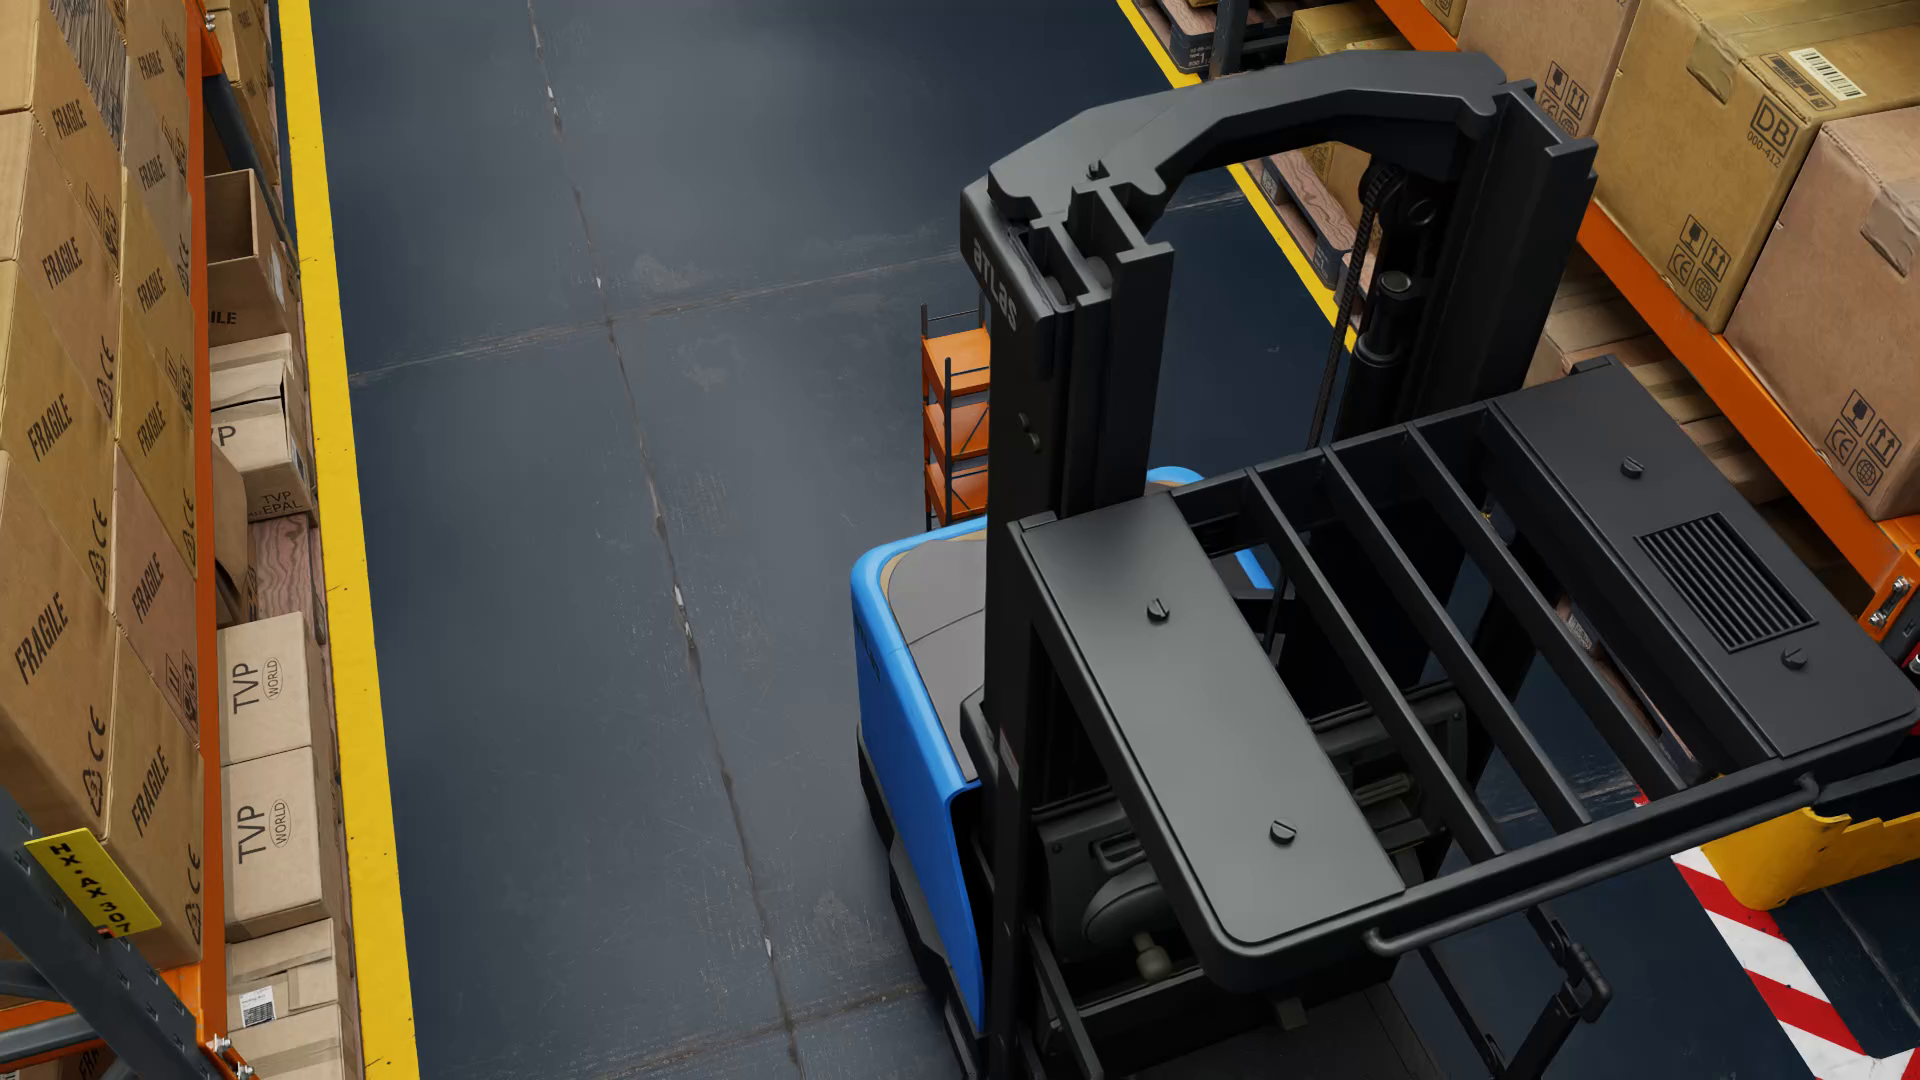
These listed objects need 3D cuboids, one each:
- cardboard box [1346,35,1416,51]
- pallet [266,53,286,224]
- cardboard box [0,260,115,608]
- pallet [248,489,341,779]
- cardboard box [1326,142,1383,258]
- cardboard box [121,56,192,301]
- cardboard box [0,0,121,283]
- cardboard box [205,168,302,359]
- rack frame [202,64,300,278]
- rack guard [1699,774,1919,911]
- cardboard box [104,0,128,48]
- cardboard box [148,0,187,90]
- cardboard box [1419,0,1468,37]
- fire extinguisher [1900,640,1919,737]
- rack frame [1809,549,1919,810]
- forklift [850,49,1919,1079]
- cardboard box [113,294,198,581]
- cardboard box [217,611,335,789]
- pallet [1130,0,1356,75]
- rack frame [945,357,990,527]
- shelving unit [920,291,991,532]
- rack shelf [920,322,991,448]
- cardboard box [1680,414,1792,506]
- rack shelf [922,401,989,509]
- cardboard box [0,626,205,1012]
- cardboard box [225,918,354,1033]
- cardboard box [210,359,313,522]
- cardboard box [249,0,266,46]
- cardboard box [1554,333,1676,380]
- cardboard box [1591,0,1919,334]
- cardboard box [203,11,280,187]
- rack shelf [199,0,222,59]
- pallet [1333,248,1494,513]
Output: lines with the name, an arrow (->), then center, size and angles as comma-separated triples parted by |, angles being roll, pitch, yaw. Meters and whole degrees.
cardboard box -> 1.653, -1.749, 6.199 | 0.380, 0.149, 0.250 | -12, 51, -10
pallet -> -3.405, -1.635, 6.990 | 1.003, 0.211, 1.213 | -13, 51, -11
cardboard box -> -1.986, -0.145, 3.191 | 0.500, 0.500, 0.500 | -13, 51, -11
pallet -> -2.561, 0.345, 5.321 | 1.003, 0.211, 1.213 | -13, 51, -11
cardboard box -> 1.872, -1.464, 6.382 | 0.700, 0.500, 0.500 | -14, 51, -11
cardboard box -> -2.427, -0.922, 4.500 | 0.500, 0.500, 0.500 | -12, 51, -10
cardboard box -> -2.280, -0.882, 3.813 | 0.500, 0.500, 0.500 | -14, 51, -11
cardboard box -> -2.688, -0.932, 5.921 | 0.500, 0.500, 0.500 | -13, 51, -11
rack frame -> -3.128, -1.948, 5.431 | 1.000, 3.000, 0.127 | -13, 51, -11
rack guard -> 2.793, 0.674, 4.855 | 1.175, 0.500, 0.348 | -13, 51, -11
cardboard box -> -2.577, -1.618, 4.433 | 0.500, 0.500, 0.500 | -14, 51, -12
cardboard box -> -2.735, -1.673, 5.133 | 0.500, 0.500, 0.500 | -13, 51, -10
cardboard box -> 1.959, -2.233, 5.475 | 0.980, 0.700, 0.700 | -14, 51, -12
fire extinguisher -> 2.390, 0.210, 3.905 | 0.296, 0.674, 0.183 | -13, 51, -11
rack frame -> 2.786, -0.150, 3.914 | 1.000, 3.000, 0.127 | -13, 51, -11
forklift -> 0.683, 0.713, 3.232 | 1.130, 2.935, 3.031 | -16, 52, -13
cardboard box -> -2.128, -0.186, 3.879 | 0.500, 0.500, 0.500 | -13, 51, -11
cardboard box -> -2.131, 0.526, 4.855 | 0.500, 0.250, 0.500 | -13, 51, -11
pallet -> 1.303, -2.719, 7.904 | 1.003, 0.211, 1.213 | -13, 51, -11
rack frame -> 0.052, -0.210, 5.241 | 0.200, 1.050, 0.008 | -13, 51, -11
shelving unit -> 0.016, -0.299, 5.316 | 0.215, 1.050, 0.252 | -13, 51, -11
rack shelf -> 0.016, -0.475, 5.107 | 0.215, 0.259, 0.240 | -13, 51, -11
cardboard box -> 2.271, -0.229, 4.918 | 0.380, 0.149, 0.250 | -14, 51, -11
rack shelf -> 0.016, -0.293, 5.324 | 0.215, 0.259, 0.240 | -13, 51, -11
cardboard box -> -1.824, 0.557, 3.253 | 0.500, 0.500, 0.500 | -12, 51, -10
cardboard box -> -1.814, 1.179, 4.360 | 0.380, 0.166, 0.250 | -13, 51, -11
cardboard box -> -2.467, -0.324, 5.532 | 0.500, 0.311, 0.500 | -13, 51, -11
cardboard box -> -3.347, -2.446, 7.198 | 0.500, 0.500, 0.500 | -13, 51, -11
cardboard box -> 2.335, -0.333, 5.429 | 0.700, 0.500, 0.500 | -13, 51, -11
cardboard box -> 2.400, -1.145, 4.557 | 0.980, 0.700, 0.700 | -14, 51, -11
cardboard box -> -3.038, -1.693, 6.562 | 0.500, 0.500, 0.500 | -15, 52, -13
rack shelf -> -3.719, -3.177, 6.937 | 1.077, 0.370, 4.000 | -13, 51, -11
pallet -> 2.118, -0.706, 6.208 | 1.003, 0.211, 1.213 | -13, 51, -11
